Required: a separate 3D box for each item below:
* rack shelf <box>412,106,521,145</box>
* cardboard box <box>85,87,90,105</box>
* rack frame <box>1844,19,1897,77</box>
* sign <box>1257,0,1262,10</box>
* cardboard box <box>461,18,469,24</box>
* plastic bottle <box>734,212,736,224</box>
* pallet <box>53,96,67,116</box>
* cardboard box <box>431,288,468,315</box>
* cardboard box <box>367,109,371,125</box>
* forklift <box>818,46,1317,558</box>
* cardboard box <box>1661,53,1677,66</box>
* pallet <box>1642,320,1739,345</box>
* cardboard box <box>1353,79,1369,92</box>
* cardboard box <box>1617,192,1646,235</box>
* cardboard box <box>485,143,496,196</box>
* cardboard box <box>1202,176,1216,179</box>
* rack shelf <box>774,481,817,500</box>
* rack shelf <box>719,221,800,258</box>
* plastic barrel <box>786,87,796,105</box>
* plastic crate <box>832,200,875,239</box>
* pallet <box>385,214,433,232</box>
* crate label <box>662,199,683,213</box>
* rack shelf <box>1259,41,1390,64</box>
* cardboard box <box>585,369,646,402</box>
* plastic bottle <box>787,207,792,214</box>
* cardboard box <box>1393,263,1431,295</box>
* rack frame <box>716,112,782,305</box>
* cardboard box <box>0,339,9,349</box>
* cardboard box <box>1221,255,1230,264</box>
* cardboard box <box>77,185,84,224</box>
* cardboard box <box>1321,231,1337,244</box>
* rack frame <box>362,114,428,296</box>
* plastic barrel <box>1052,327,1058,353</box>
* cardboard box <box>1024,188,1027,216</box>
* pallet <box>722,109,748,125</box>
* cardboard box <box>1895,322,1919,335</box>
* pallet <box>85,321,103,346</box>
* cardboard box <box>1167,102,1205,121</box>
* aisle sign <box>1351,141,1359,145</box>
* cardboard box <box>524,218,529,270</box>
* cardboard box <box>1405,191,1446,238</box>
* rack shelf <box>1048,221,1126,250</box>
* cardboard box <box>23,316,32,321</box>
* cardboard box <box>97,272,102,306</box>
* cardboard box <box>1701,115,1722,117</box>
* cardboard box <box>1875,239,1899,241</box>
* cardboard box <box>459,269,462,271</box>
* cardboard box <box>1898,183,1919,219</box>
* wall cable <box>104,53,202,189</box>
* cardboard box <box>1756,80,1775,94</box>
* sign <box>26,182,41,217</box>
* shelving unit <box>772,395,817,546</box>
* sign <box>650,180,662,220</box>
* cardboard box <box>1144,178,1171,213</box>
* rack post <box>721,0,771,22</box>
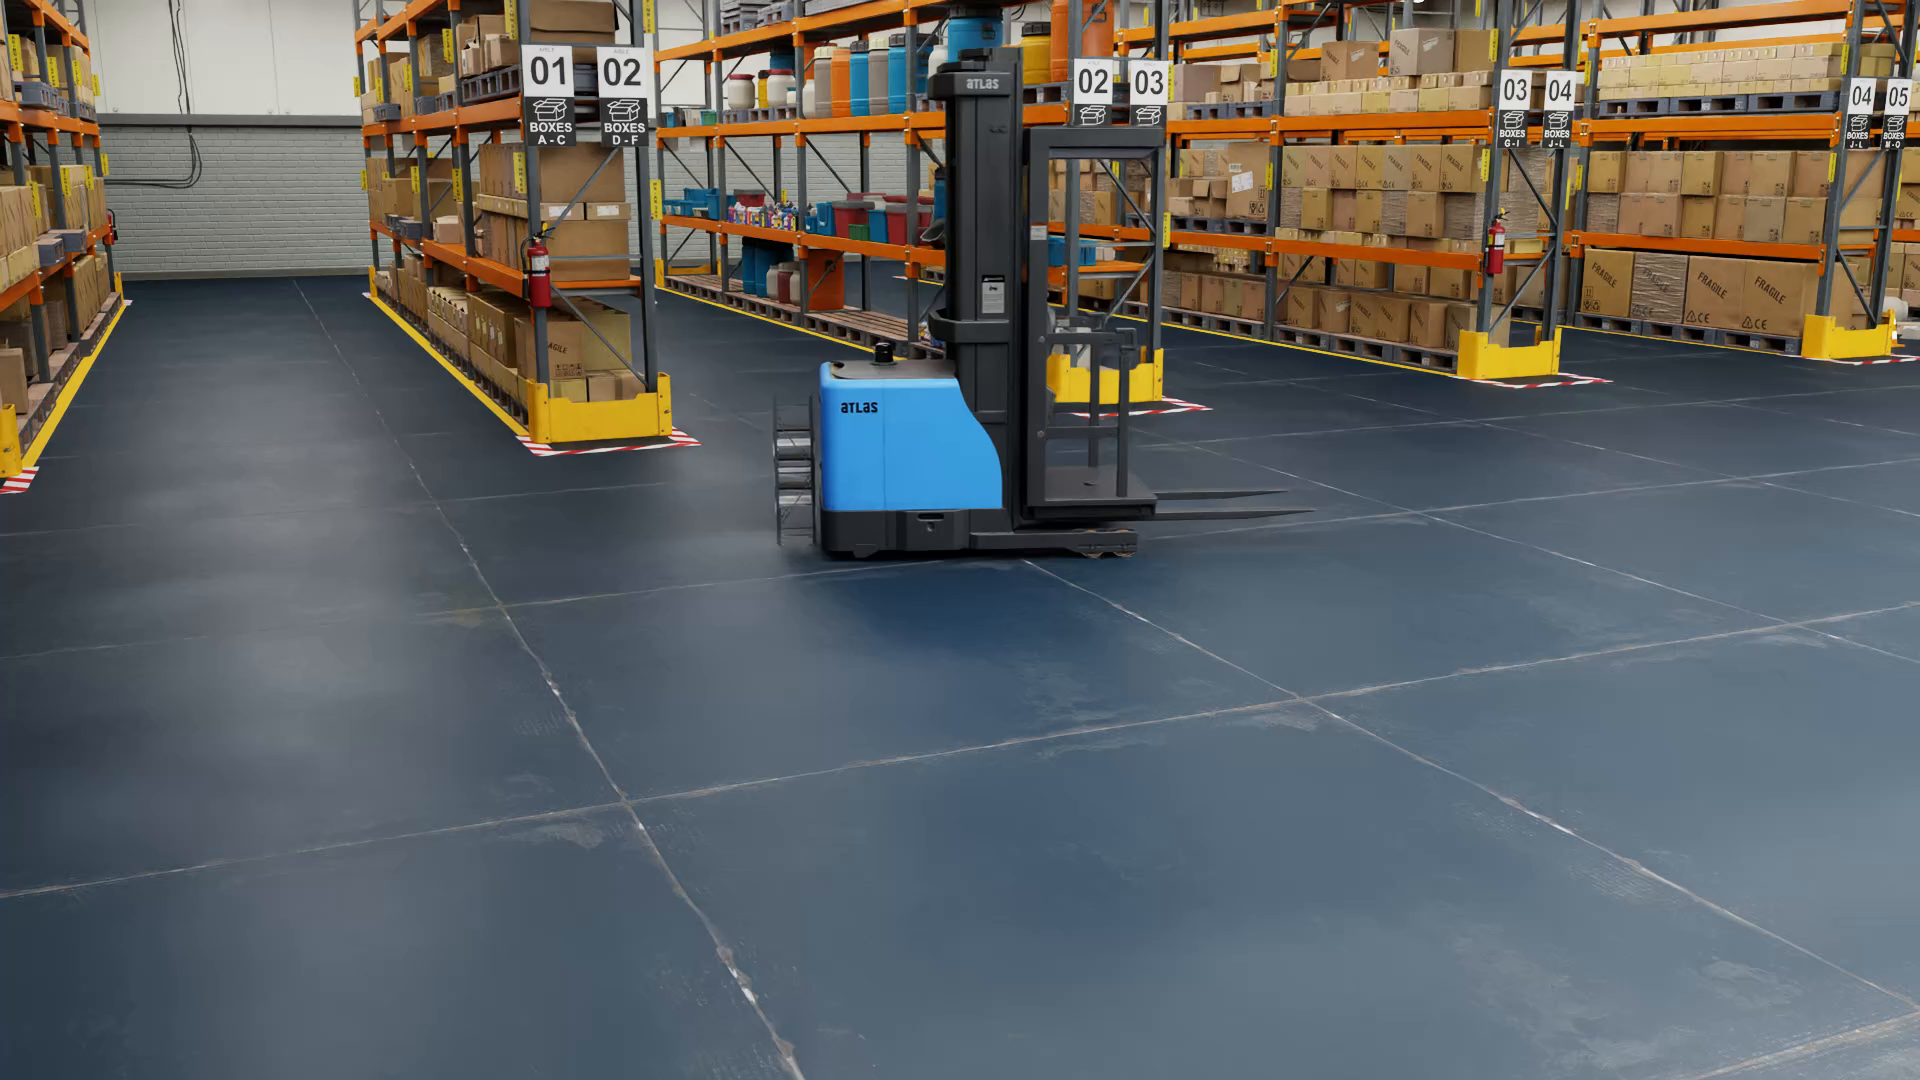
[{"bbox_3d":[-5.474,-4.703,18.981,1.077,0.370,4.000,-6,14,-23],"label":"rack shelf"},{"bbox_3d":[-13.058,-6.510,24.371,0.500,0.250,0.500,-6,14,-25],"label":"cardboard box"},{"bbox_3d":[13.486,-7.891,24.506,1.000,3.000,0.127,-6,14,-23],"label":"rack frame"},{"bbox_3d":[5.281,-9.524,29.316,0.100,0.325,0.005,-6,14,-23],"label":"sign"},{"bbox_3d":[-5.133,-5.384,18.065,0.500,0.500,0.500,-4,14,-18],"label":"cardboard box"},{"bbox_3d":[-3.465,-5.018,25.837,0.097,0.201,0.097,0,13,0],"label":"plastic bottle"},{"bbox_3d":[-11.119,-5.055,19.324,1.213,0.211,1.003,-5,14,-20],"label":"pallet"},{"bbox_3d":[-6.116,-2.901,20.175,0.500,0.311,0.500,-6,14,-24],"label":"cardboard box"},{"bbox_3d":[-9.117,-6.710,26.388,0.500,0.250,0.500,-6,14,-23],"label":"cardboard box"},{"bbox_3d":[0.651,-1.438,10.083,3.031,2.935,1.130,-1,13,-5],"label":"forklift"},{"bbox_3d":[9.235,-6.164,21.335,0.380,0.149,0.250,-5,14,-22],"label":"cardboard box"},{"bbox_3d":[9.716,-2.725,21.675,1.003,0.211,1.213,-6,14,-23],"label":"pallet"},{"bbox_3d":[4.810,-5.294,19.389,0.380,0.149,0.250,-6,14,-24],"label":"cardboard box"},{"bbox_3d":[9.390,-4.386,22.337,0.875,0.550,0.550,-6,14,-23],"label":"cardboard box"},{"bbox_3d":[-4.286,-3.664,16.451,0.700,0.500,0.500,-6,14,-23],"label":"cardboard box"},{"bbox_3d":[4.928,-6.631,31.487,0.500,0.500,0.500,-6,14,-23],"label":"cardboard box"},{"bbox_3d":[-1.015,-0.309,10.250,0.258,0.077,0.200,-2,13,-5],"label":"rack shelf"},{"bbox_3d":[-2.536,-4.515,24.819,1.077,0.370,4.000,-6,14,-23],"label":"rack shelf"},{"bbox_3d":[-2.299,-6.259,23.483,0.301,0.262,0.301,0,13,0],"label":"plastic barrel"},{"bbox_3d":[-1.368,-4.122,21.384,0.402,0.464,0.583,-6,14,-23],"label":"plastic crate"},{"bbox_3d":[-7.657,-4.563,23.860,1.003,0.211,1.213,-6,14,-23],"label":"pallet"},{"bbox_3d":[-5.142,-5.972,29.758,0.416,0.233,0.303,-6,14,-23],"label":"crate label"},{"bbox_3d":[6.587,-8.117,27.966,1.077,0.370,4.000,-6,14,-23],"label":"rack shelf"},{"bbox_3d":[-3.081,-1.348,14.710,0.500,0.250,0.500,-6,14,-23],"label":"cardboard box"},{"bbox_3d":[-2.588,-4.941,25.351,0.097,0.271,0.097,0,13,0],"label":"plastic bottle"},{"bbox_3d":[7.550,-4.301,26.359,1.050,0.750,0.750,-6,14,-24],"label":"cardboard box"},{"bbox_3d":[-3.337,-5.278,26.524,1.000,3.000,0.127,-6,14,-23],"label":"rack frame"},{"bbox_3d":[-8.758,-1.516,14.837,0.500,0.500,0.500,-7,15,-27],"label":"cardboard box"},{"bbox_3d":[5.125,-5.258,31.169,0.380,0.149,0.250,-6,14,-25],"label":"cardboard box"},{"bbox_3d":[-11.592,-4.305,21.393,0.500,0.500,0.500,-6,14,-23],"label":"cardboard box"},{"bbox_3d":[4.601,-3.671,20.135,0.380,0.149,0.250,-6,14,-23],"label":"cardboard box"},{"bbox_3d":[-9.480,-5.658,28.164,1.000,3.000,0.127,-6,14,-23],"label":"rack frame"},{"bbox_3d":[0.935,-2.024,17.050,0.421,0.512,0.421,0,13,0],"label":"plastic barrel"},{"bbox_3d":[1.358,-5.553,27.489,0.500,0.500,0.500,-6,14,-23],"label":"cardboard box"},{"bbox_3d":[-2.934,-6.495,25.545,1.213,0.211,1.003,-6,14,-23],"label":"pallet"},{"bbox_3d":[12.712,-2.841,22.315,0.380,0.149,0.250,1,13,6],"label":"cardboard box"},{"bbox_3d":[-11.544,-2.620,21.222,1.003,0.211,1.213,-6,14,-23],"label":"pallet"},{"bbox_3d":[3.178,-5.956,23.132,0.500,0.250,0.500,-5,14,-22],"label":"cardboard box"},{"bbox_3d":[8.384,-8.702,35.553,0.394,0.787,0.004,-6,14,-23],"label":"aisle sign"},{"bbox_3d":[-3.460,-2.607,14.759,0.700,0.500,0.500,-5,14,-22],"label":"cardboard box"},{"bbox_3d":[5.502,-3.649,18.601,0.875,0.500,0.500,-6,14,-23],"label":"cardboard box"},{"bbox_3d":[2.002,-4.962,26.752,1.077,0.370,4.000,-6,14,-23],"label":"rack shelf"},{"bbox_3d":[-9.773,-1.980,16.840,0.700,0.500,0.500,-6,14,-24],"label":"cardboard box"},{"bbox_3d":[-12.620,-3.534,23.599,0.700,0.500,0.500,-5,14,-22],"label":"cardboard box"},{"bbox_3d":[12.521,-6.994,27.053,0.797,0.503,0.637,-6,14,-23],"label":"cardboard box"},{"bbox_3d":[16.667,-5.161,30.352,0.875,0.625,0.625,-5,14,-21],"label":"cardboard box"},{"bbox_3d":[-7.227,-3.649,24.053,0.500,0.500,0.500,-6,14,-23],"label":"cardboard box"},{"bbox_3d":[13.818,-4.839,23.744,0.500,0.500,0.500,-6,14,-23],"label":"cardboard box"},{"bbox_3d":[-15.955,-7.821,31.090,3.097,2.526,0.112,-6,14,-23],"label":"wall cable"},{"bbox_3d":[9.845,-5.461,20.066,0.380,0.149,0.250,-5,14,-22],"label":"cardboard box"},{"bbox_3d":[-8.716,-3.203,15.637,0.100,0.325,0.005,-6,14,-23],"label":"sign"},{"bbox_3d":[-1.016,-0.429,10.222,0.258,0.900,0.210,-2,13,-5],"label":"shelving unit"},{"bbox_3d":[-2.560,-2.862,13.987,0.100,0.325,0.005,-6,14,-23],"label":"sign"},{"bbox_3d":[3.056,-5.045,24.361,0.500,0.500,0.500,-8,15,-30],"label":"cardboard box"},{"bbox_3d":[-3.029,-7.987,25.091,0.937,0.300,0.954,-6,14,-24],"label":"rack post"}]
